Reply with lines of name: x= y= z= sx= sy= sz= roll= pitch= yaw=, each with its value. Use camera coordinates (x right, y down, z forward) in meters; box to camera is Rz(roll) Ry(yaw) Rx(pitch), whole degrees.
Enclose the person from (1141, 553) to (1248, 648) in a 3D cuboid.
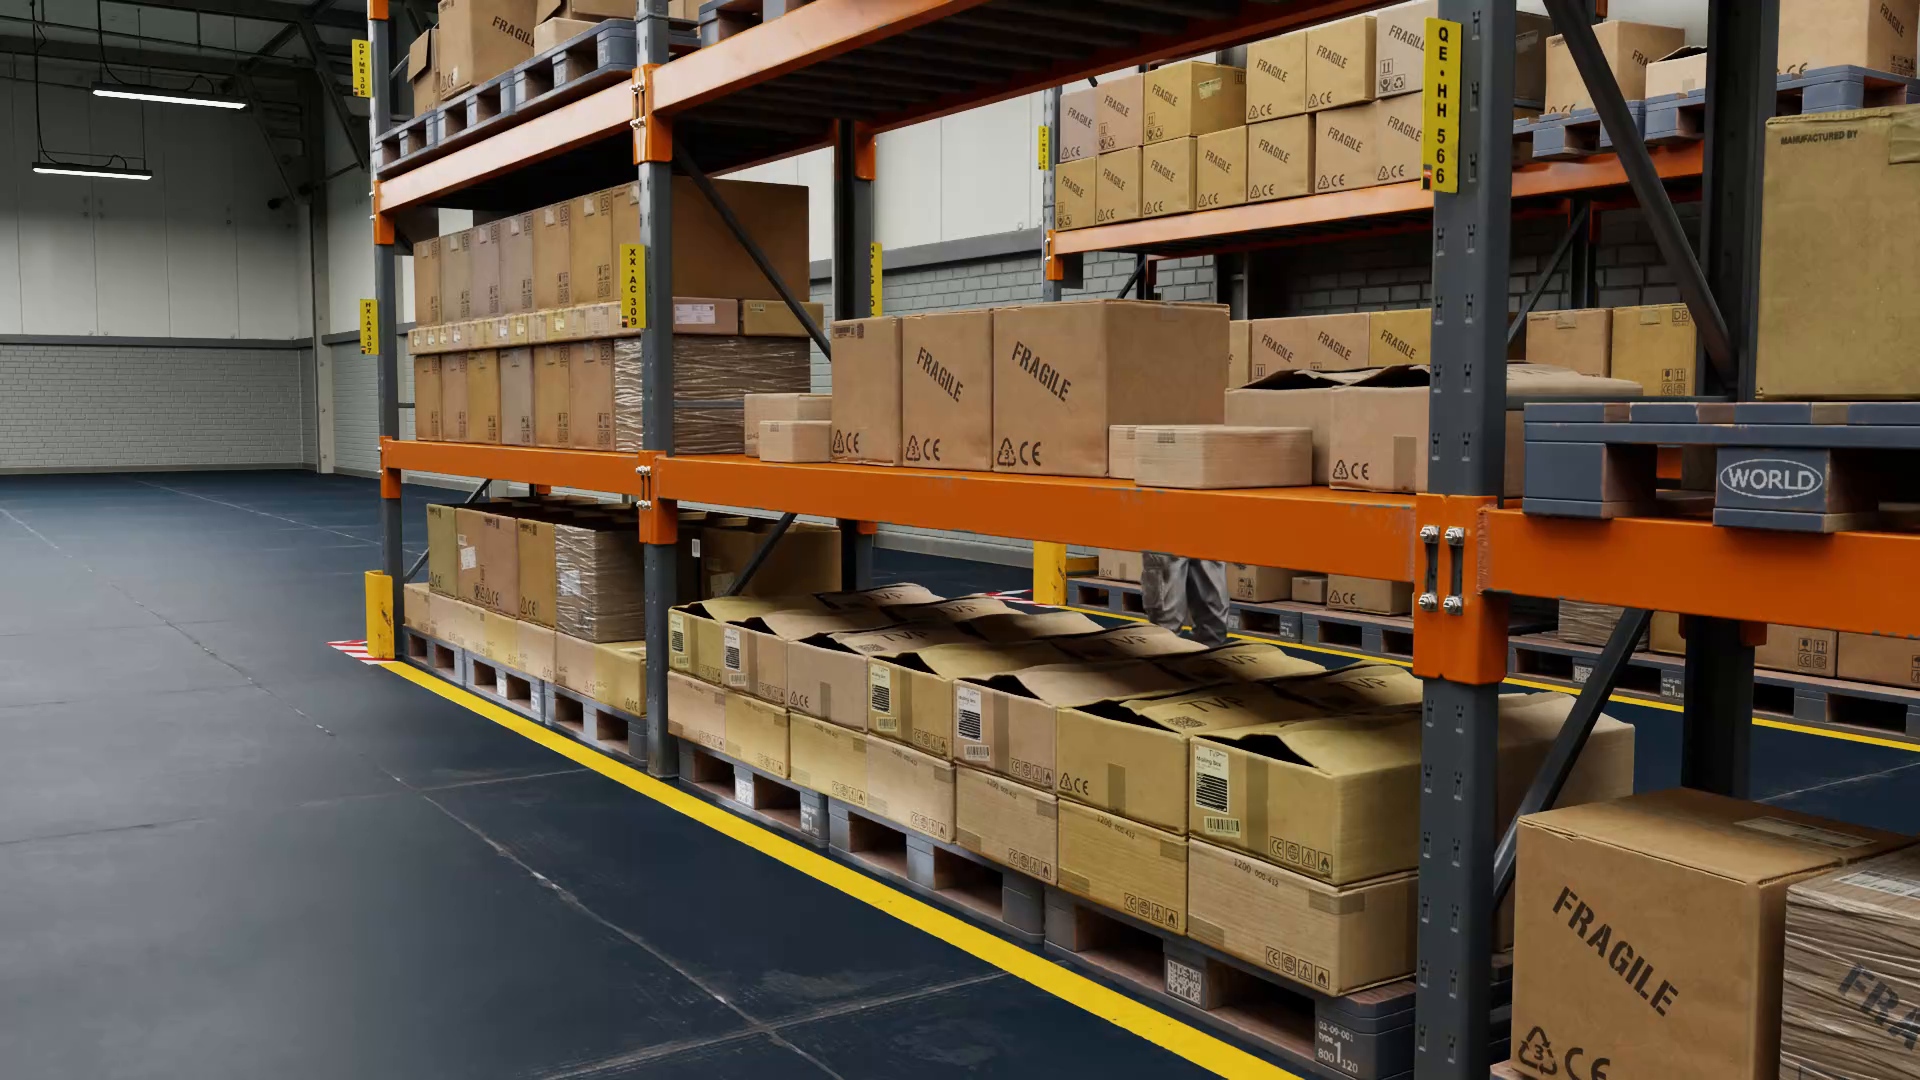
person: x=1.044 y=0.014 z=7.652 sx=0.563 sy=1.754 sz=0.414 roll=-3 pitch=5 yaw=-32
